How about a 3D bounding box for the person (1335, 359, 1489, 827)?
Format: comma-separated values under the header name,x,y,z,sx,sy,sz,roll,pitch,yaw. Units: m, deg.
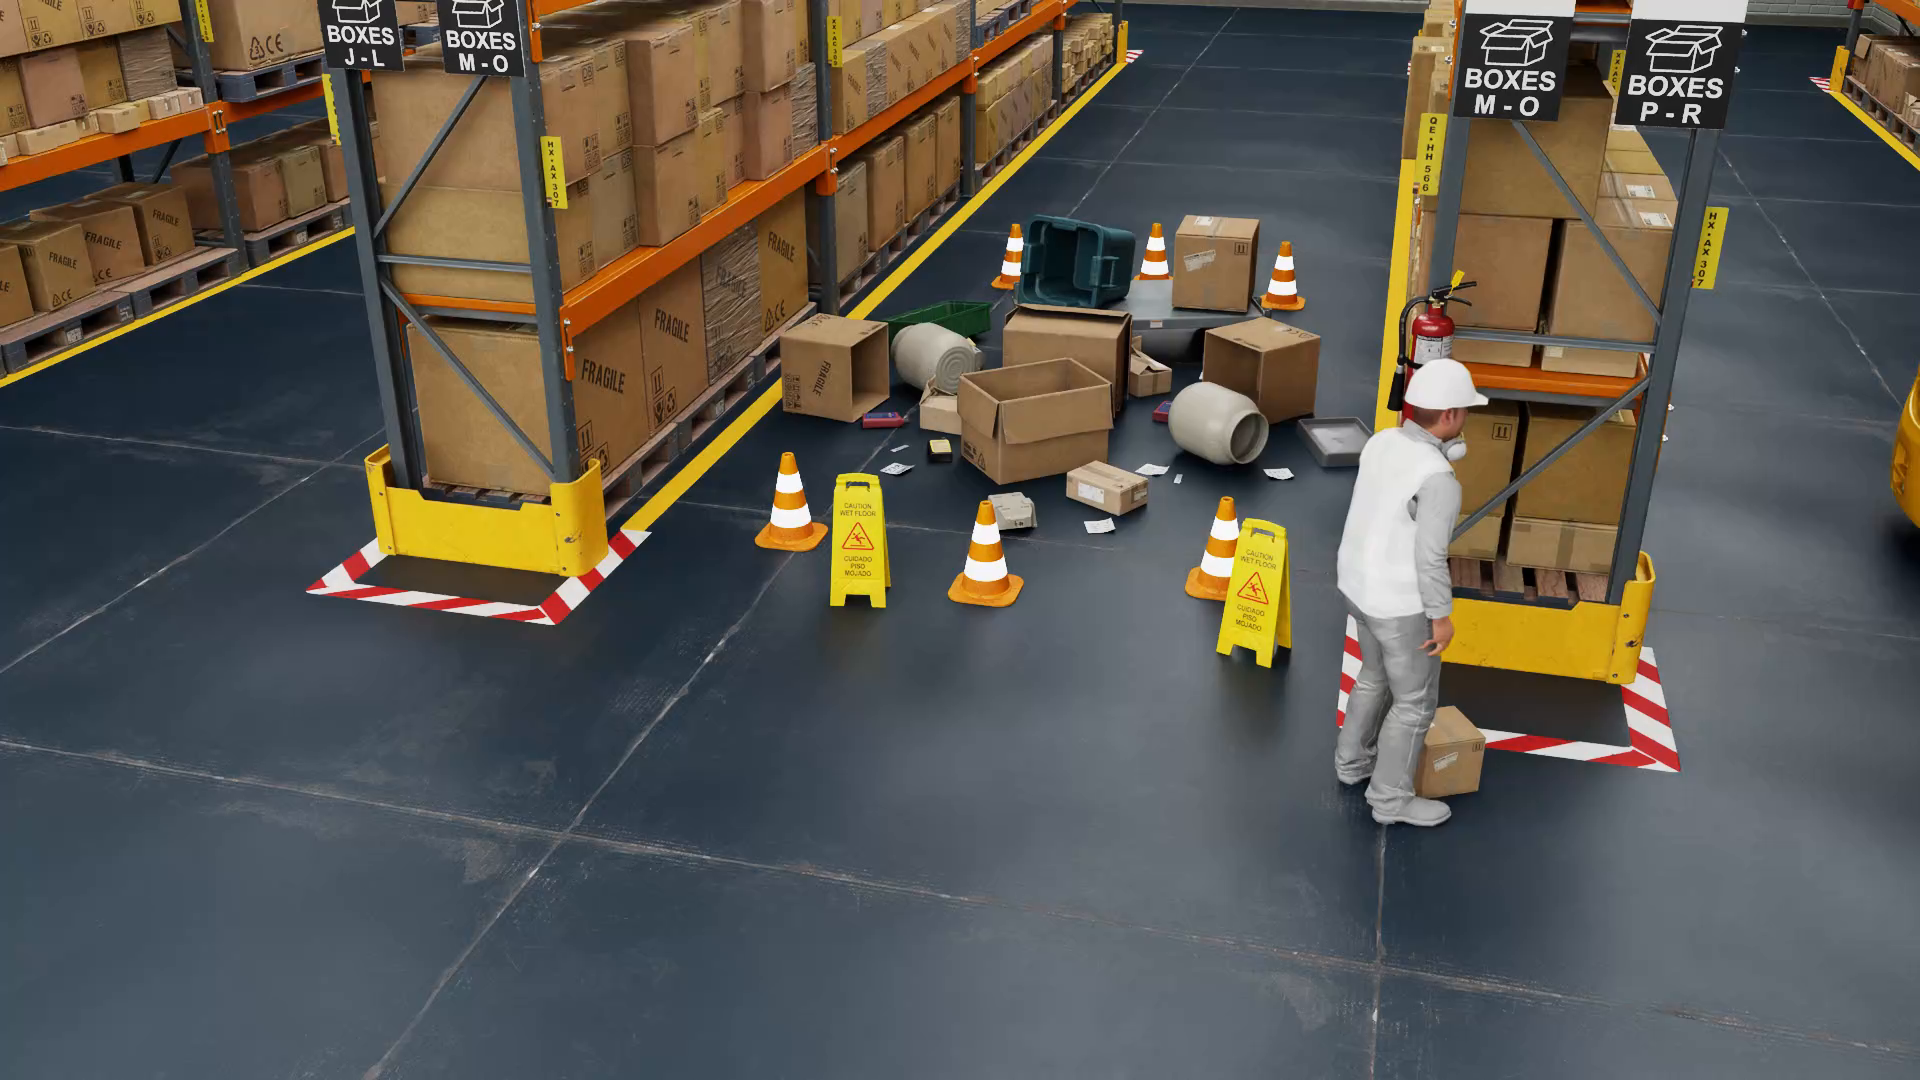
name,x,y,z,sx,sy,sz,roll,pitch,yaw
person,1.647,0.189,6.179,0.464,1.768,0.581,-6,26,-12
